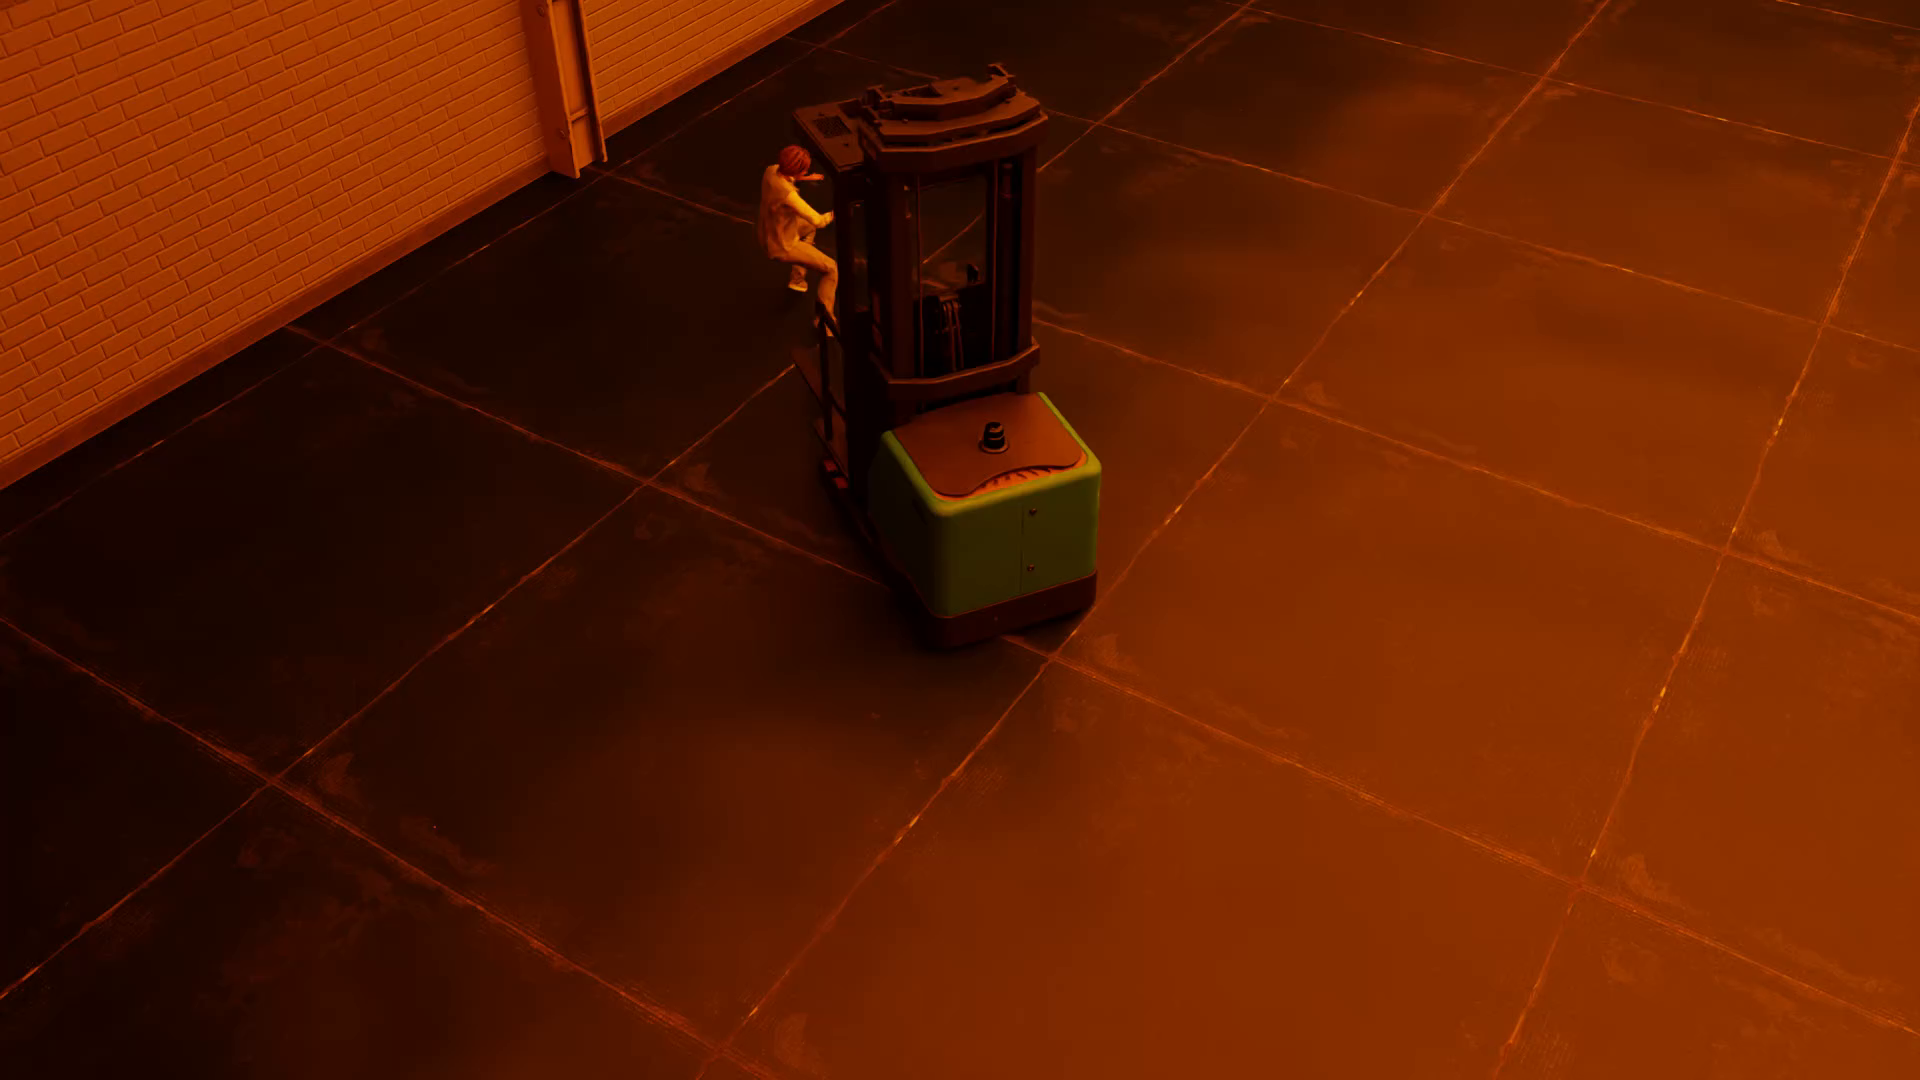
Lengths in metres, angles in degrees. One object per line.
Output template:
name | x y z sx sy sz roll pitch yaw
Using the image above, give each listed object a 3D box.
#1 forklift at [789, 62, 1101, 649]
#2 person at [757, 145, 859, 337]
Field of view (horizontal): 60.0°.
forklift | -0.262 -1.458 9.688 1.130 2.935 3.031 -16 43 -18
person | -1.068 -2.179 11.762 0.678 1.399 0.782 -17 43 -19
